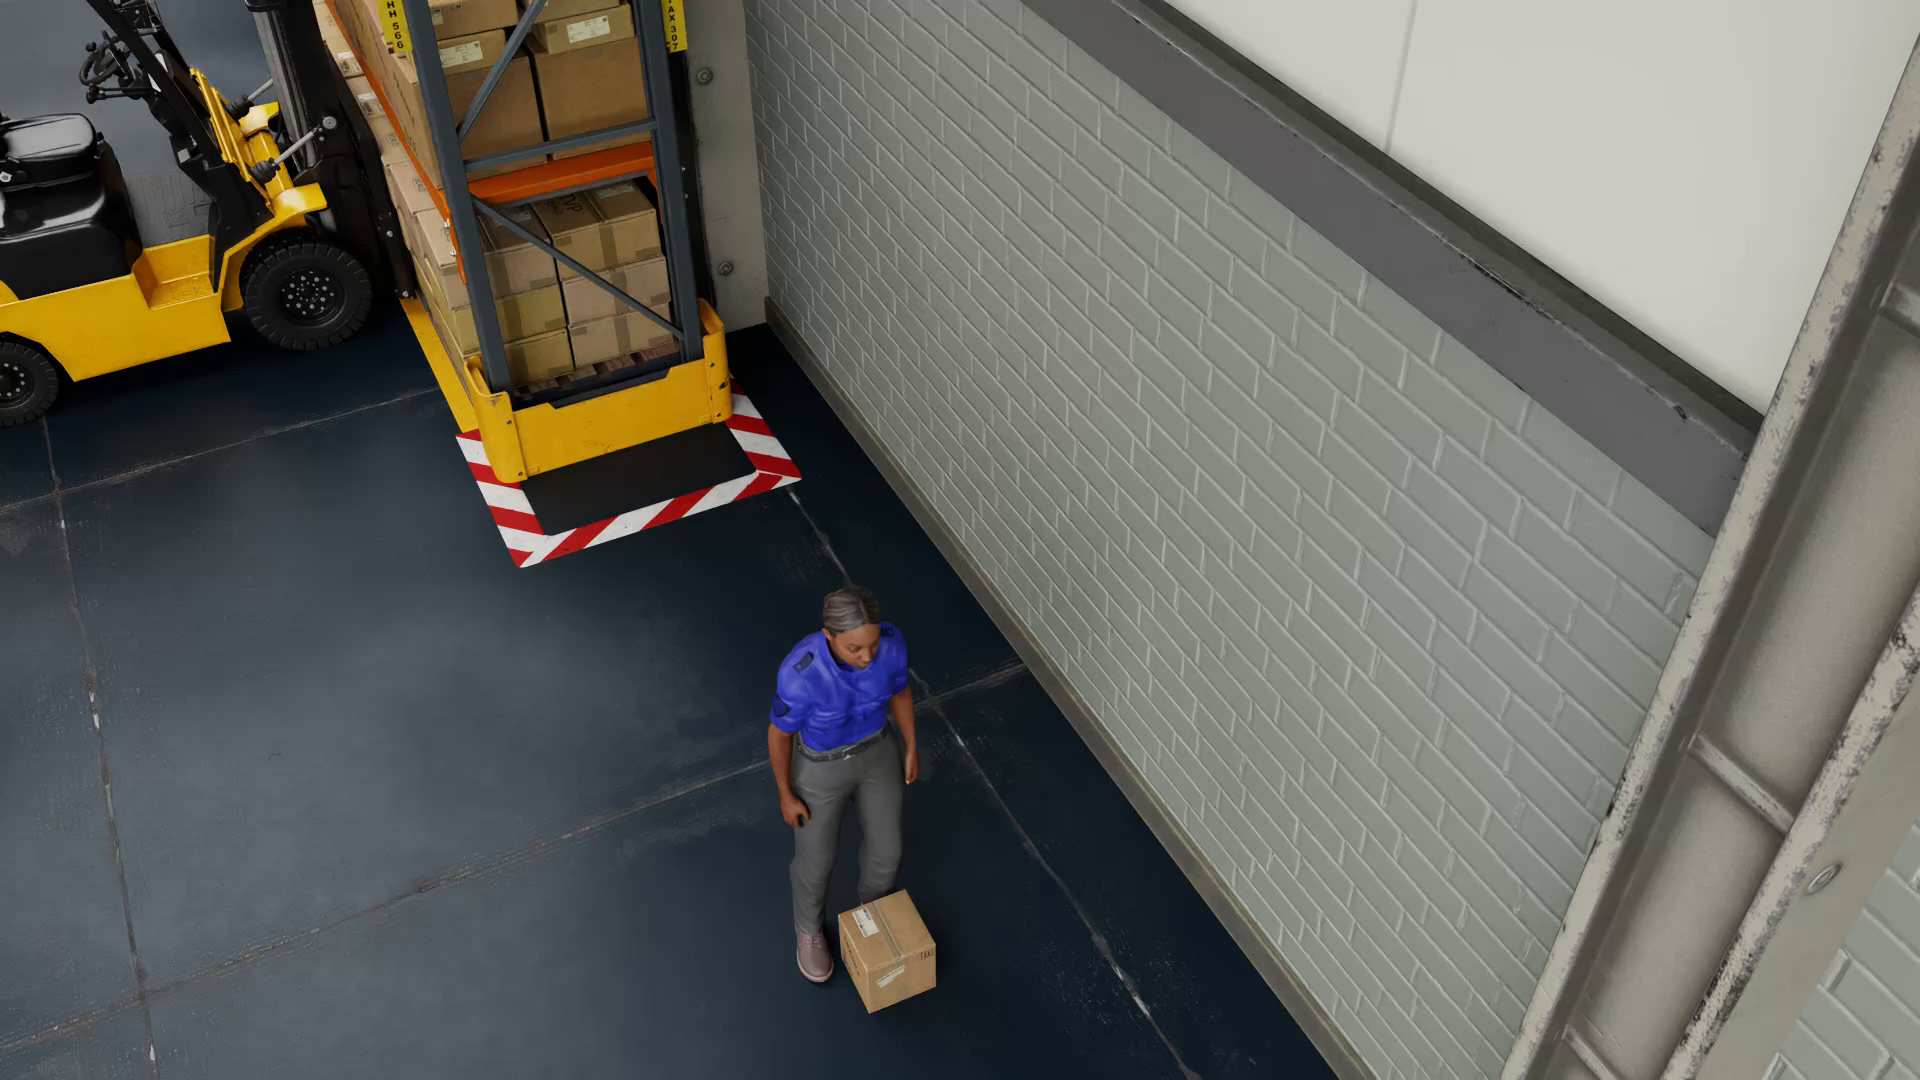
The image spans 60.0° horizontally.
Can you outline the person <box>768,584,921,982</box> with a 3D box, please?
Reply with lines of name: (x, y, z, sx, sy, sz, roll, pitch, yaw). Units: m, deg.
person: (-0.354, 0.756, 5.319, 0.513, 1.640, 0.392, -19, 45, -21)
